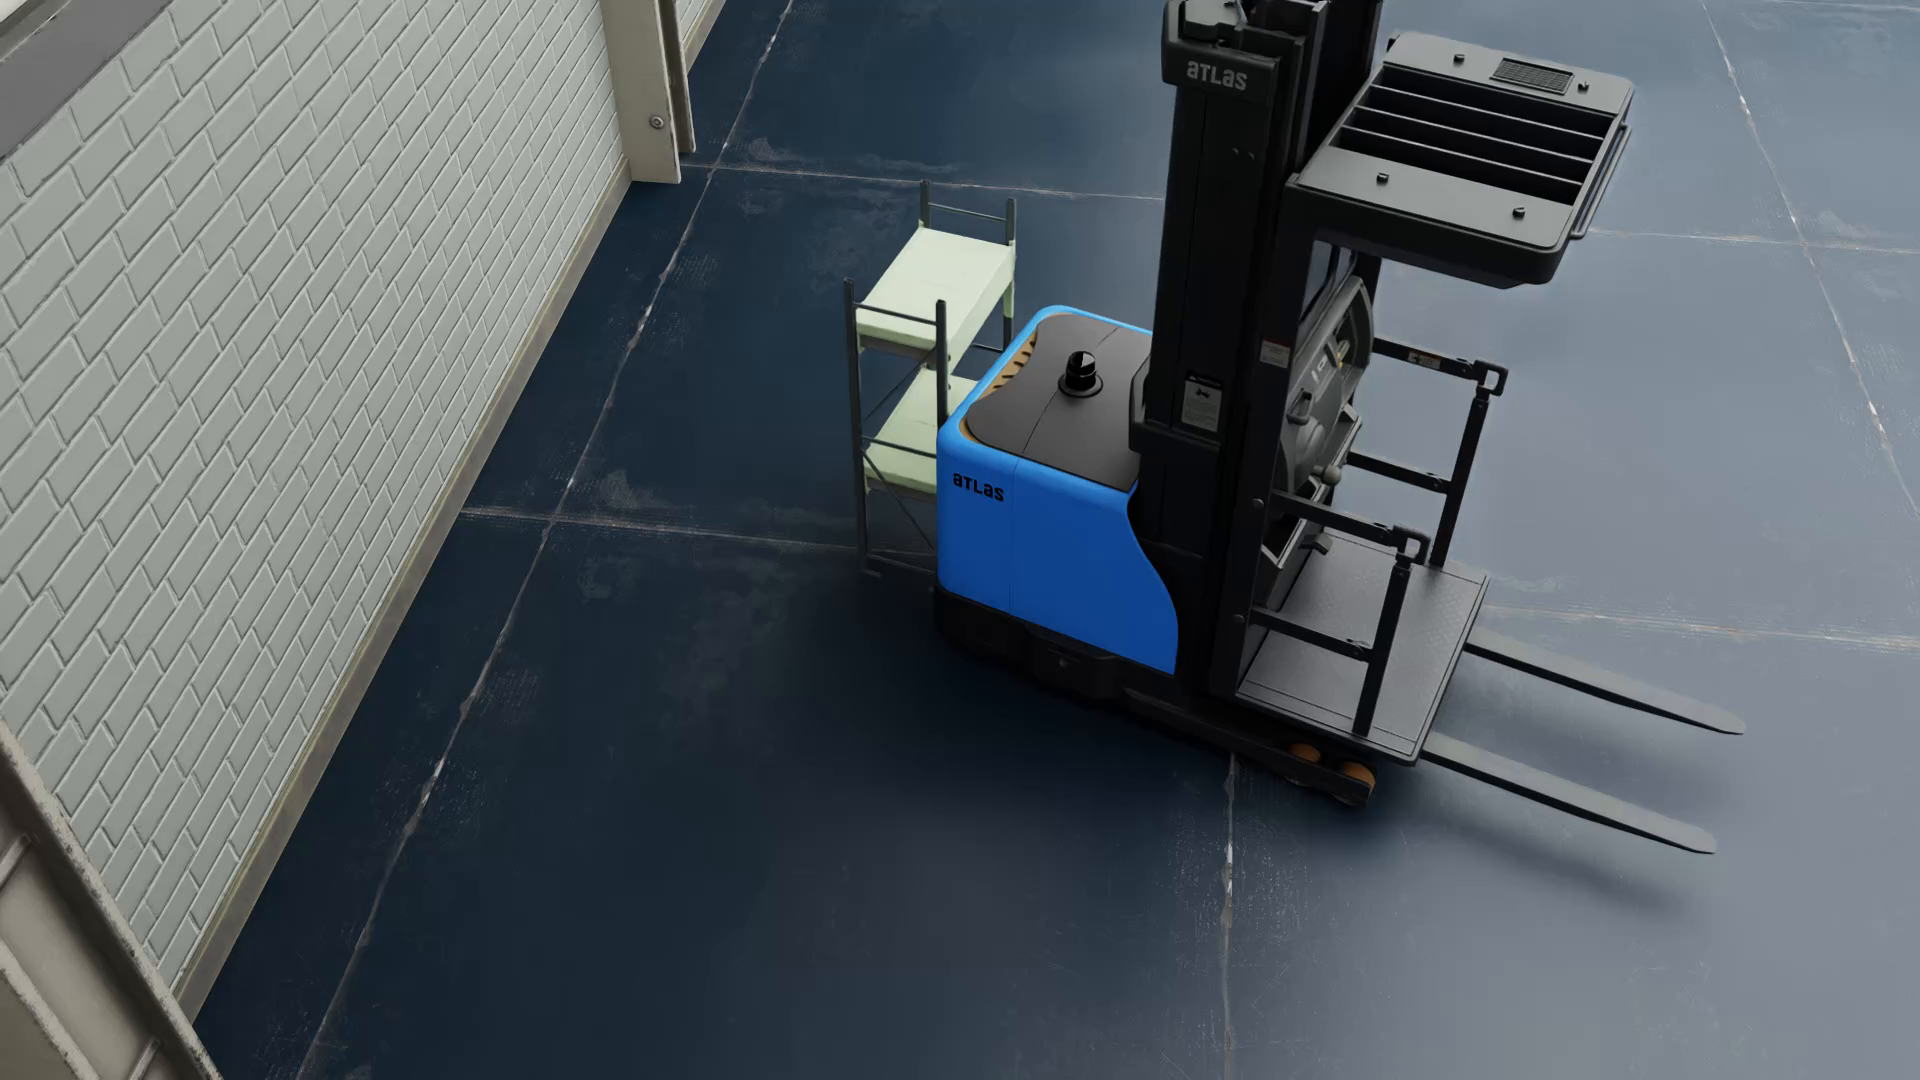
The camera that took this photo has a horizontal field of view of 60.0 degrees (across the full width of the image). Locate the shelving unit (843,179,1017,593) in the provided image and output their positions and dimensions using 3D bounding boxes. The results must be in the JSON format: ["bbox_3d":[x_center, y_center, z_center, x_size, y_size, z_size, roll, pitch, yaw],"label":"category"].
[{"bbox_3d":[-0.104,-0.597,6.811,0.431,1.500,0.755,15,46,15],"label":"shelving unit"}]

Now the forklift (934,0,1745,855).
[{"bbox_3d":[1.443,-0.494,5.662,3.031,2.935,1.130,20,47,20],"label":"forklift"}]

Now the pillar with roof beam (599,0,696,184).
[{"bbox_3d":[2.552,-5.039,6.049,9.100,9.000,0.400,5,44,6],"label":"pillar with roof beam"}]

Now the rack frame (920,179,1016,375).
[{"bbox_3d":[0.031,-0.831,7.059,0.400,1.500,0.023,15,46,15],"label":"rack frame"}]

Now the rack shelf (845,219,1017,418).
[{"bbox_3d":[-0.104,-0.880,6.543,0.431,0.370,0.720,15,46,15],"label":"rack shelf"}]

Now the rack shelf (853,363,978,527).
[{"bbox_3d":[-0.104,-0.360,7.036,0.431,0.370,0.720,15,46,15],"label":"rack shelf"}]

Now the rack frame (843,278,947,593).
[{"bbox_3d":[-0.238,-0.363,6.564,0.400,1.500,0.023,15,46,15],"label":"rack frame"}]
